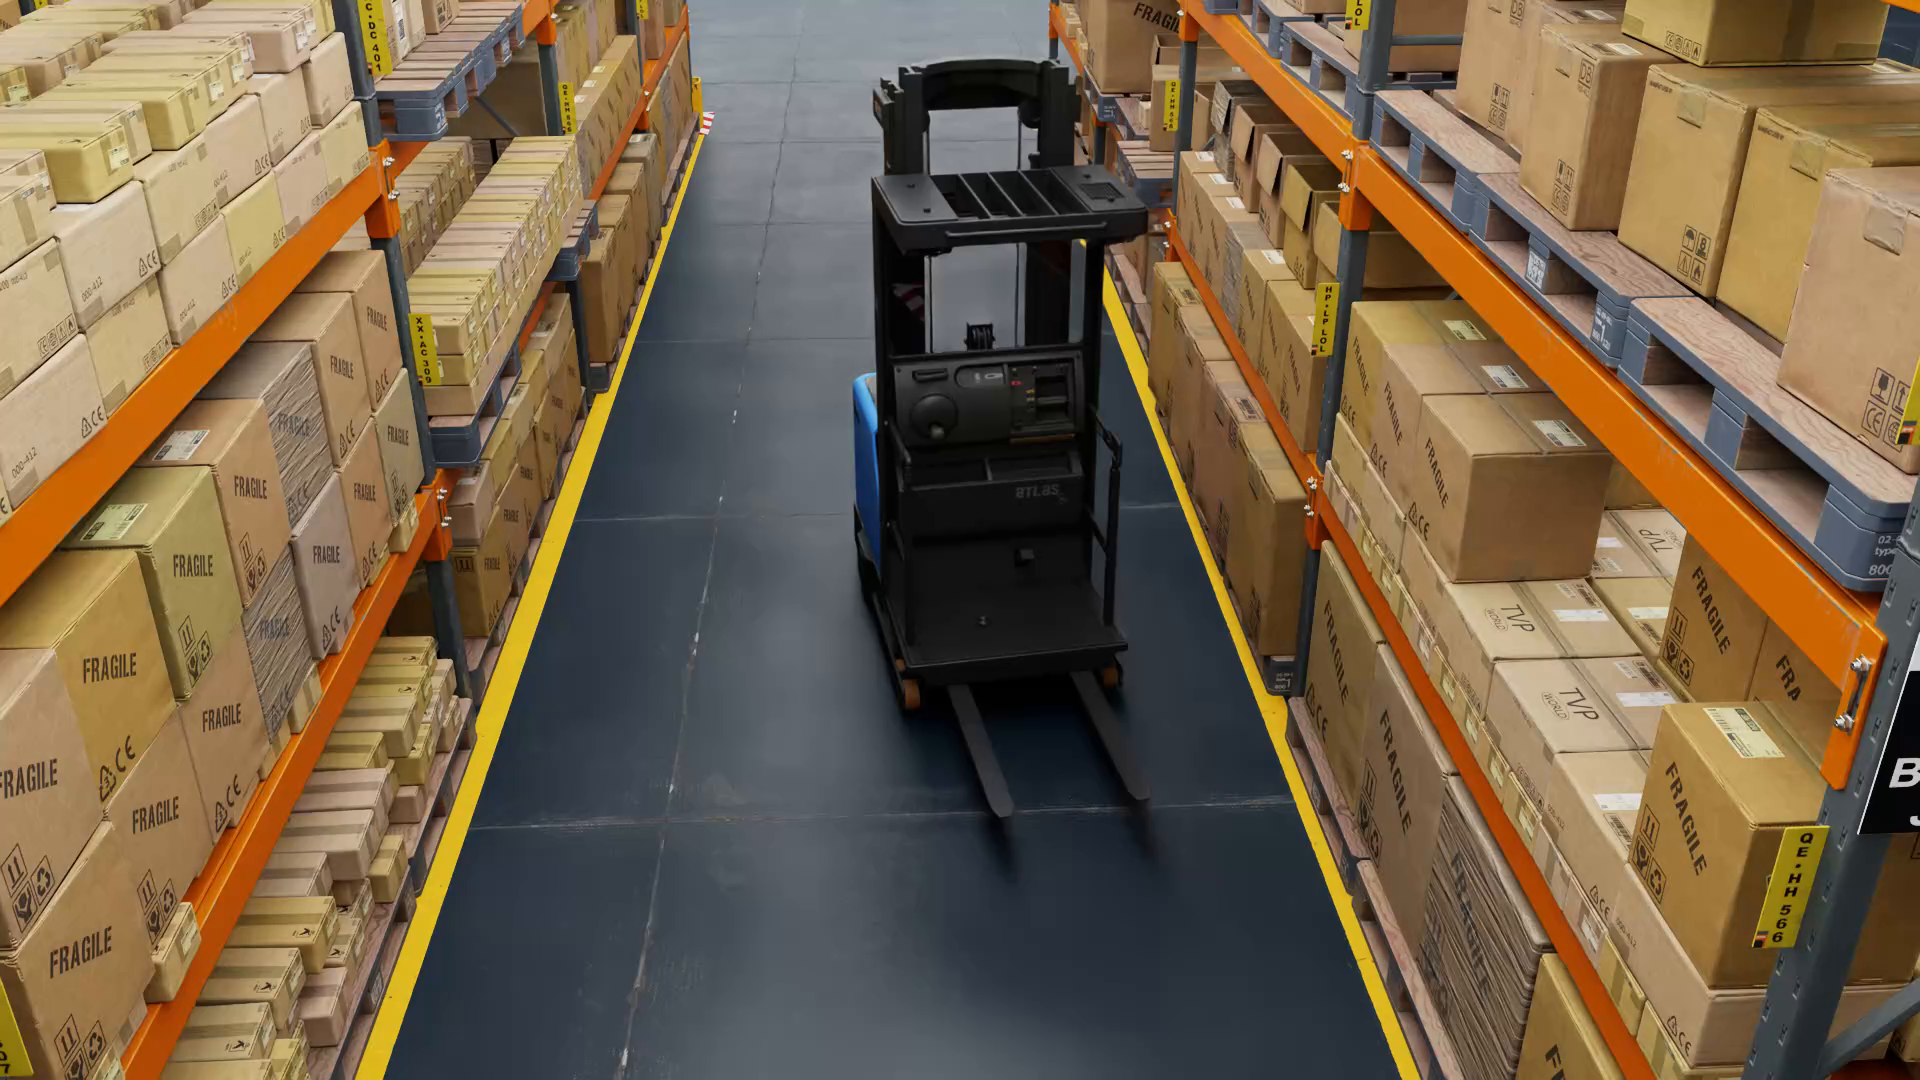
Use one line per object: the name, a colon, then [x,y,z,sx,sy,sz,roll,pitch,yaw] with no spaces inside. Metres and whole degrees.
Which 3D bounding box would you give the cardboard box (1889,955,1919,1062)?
cardboard box: [2.570,1.065,4.304,0.500,0.250,0.500,-2,28,-4]

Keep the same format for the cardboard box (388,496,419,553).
cardboard box: [-2.471,-0.061,6.896,0.380,0.149,0.250,-2,28,-4]

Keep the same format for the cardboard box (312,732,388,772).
cardboard box: [-2.554,0.910,6.746,0.380,0.149,0.250,-1,28,-1]

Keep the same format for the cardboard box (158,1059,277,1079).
cardboard box: [-2.341,1.752,5.133,0.380,0.149,0.250,-1,28,-3]

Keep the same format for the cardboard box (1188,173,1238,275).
cardboard box: [1.691,-1.911,10.062,0.500,0.500,0.500,-2,28,-4]

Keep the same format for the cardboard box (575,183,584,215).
cardboard box: [-2.566,-2.121,10.390,0.380,0.149,0.250,-1,28,-2]

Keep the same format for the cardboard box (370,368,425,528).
cardboard box: [-2.534,-0.375,6.796,0.500,0.500,0.500,-1,28,-3]

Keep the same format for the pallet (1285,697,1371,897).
pallet: [2.078,1.101,7.411,1.003,0.211,1.213,-1,28,-3]

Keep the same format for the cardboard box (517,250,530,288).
cardboard box: [-2.476,-1.421,8.726,0.380,0.149,0.250,-2,28,-4]

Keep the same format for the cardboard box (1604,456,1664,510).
cardboard box: [2.430,-0.449,6.397,0.500,0.500,0.500,-1,28,-2]

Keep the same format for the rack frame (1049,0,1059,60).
rack frame: [1.490,-6.030,18.068,1.000,3.000,0.127,-1,28,-3]

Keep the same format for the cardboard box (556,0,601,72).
cardboard box: [-3.173,-3.897,12.790,0.700,0.500,0.500,-1,28,-2]

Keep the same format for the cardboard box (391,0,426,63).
cardboard box: [-2.678,-2.303,7.321,0.500,0.311,0.500,-2,28,-3]

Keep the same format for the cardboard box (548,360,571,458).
cardboard box: [-2.732,-0.803,10.295,0.500,0.500,0.500,0,28,-1]

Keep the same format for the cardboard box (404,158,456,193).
cardboard box: [-3.195,-2.146,9.794,0.380,0.149,0.250,-2,28,-3]

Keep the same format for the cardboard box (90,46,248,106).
cardboard box: [-2.490,-1.458,5.249,0.380,0.149,0.250,-2,28,-5]

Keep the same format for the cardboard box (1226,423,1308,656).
cardboard box: [2.063,-0.028,8.403,1.225,0.875,0.875,-1,28,-2]

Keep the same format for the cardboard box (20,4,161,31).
cardboard box: [-3.088,-1.810,5.924,0.380,0.149,0.250,-3,28,-5]

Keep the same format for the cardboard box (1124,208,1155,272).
cardboard box: [1.745,-2.506,13.539,0.700,0.500,0.500,-4,28,-7]

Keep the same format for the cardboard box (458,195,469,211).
cardboard box: [-3.215,-2.002,10.162,0.380,0.149,0.250,0,28,0]

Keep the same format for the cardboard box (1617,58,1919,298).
cardboard box: [2.261,-0.985,4.481,0.700,0.500,0.500,-3,28,-6]

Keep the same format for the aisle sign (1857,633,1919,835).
aisle sign: [2.030,0.247,3.222,0.394,0.787,0.004,-1,28,-3]

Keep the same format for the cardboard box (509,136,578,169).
cardboard box: [-2.567,-2.386,10.255,0.380,0.149,0.250,-2,28,-5]

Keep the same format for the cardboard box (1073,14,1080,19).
cardboard box: [1.339,-5.204,16.756,0.380,0.149,0.250,-1,28,-3]

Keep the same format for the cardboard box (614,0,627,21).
cardboard box: [-3.244,-4.826,14.430,0.875,0.550,0.550,-1,28,-3]

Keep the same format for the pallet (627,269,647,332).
pallet: [-3.077,-1.954,13.268,1.003,0.211,1.213,-1,28,-3]

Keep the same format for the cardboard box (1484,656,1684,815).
cardboard box: [1.983,0.607,5.183,0.500,0.250,0.500,-2,28,-4]

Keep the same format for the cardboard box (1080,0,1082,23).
cardboard box: [1.635,-5.261,16.163,0.875,0.500,0.500,-1,28,-3]

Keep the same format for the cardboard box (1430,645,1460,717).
cardboard box: [1.883,0.487,5.843,0.380,0.149,0.250,-2,28,-4]

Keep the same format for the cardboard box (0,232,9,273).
cardboard box: [-2.359,-0.630,3.662,0.380,0.149,0.250,-1,28,-3]

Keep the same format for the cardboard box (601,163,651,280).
cardboard box: [-3.091,-2.568,13.409,1.050,0.750,0.750,-1,28,-3]

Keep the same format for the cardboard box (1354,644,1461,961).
cardboard box: [2.118,0.990,6.452,0.875,0.875,0.875,-1,28,-3]

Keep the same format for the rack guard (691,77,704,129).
rack guard: [-3.470,-4.860,18.527,1.175,0.500,0.348,-1,28,-3]

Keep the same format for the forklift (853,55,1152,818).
forklift: [0.190,-0.647,7.821,1.130,2.935,3.031,-5,28,-10]

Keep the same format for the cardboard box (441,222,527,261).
cardboard box: [-2.472,-1.544,8.641,0.380,0.149,0.250,0,28,-1]

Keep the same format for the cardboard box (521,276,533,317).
cardboard box: [-2.477,-1.286,8.790,0.380,0.149,0.250,-2,28,-4]

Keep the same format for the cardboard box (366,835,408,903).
cardboard box: [-2.427,1.313,6.617,0.380,0.149,0.250,-1,28,-3]

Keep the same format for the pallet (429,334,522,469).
pallet: [-2.736,-0.687,8.030,1.003,0.211,1.213,-1,28,-3]

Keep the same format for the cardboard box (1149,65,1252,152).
cardboard box: [1.711,-3.070,11.830,0.700,0.500,0.500,3,28,5]

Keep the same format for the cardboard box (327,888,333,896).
cardboard box: [-2.536,1.400,6.128,0.380,0.149,0.250,0,28,0]

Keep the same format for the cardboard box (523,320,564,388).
cardboard box: [-2.716,-1.130,10.112,0.500,0.250,0.500,-1,28,-2]

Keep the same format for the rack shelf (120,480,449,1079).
rack shelf: [-2.737,0.827,5.698,1.077,0.370,4.000,-1,28,-3]

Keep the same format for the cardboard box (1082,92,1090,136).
cardboard box: [1.571,-4.544,17.468,0.500,0.500,0.500,6,28,11]

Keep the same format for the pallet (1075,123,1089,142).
pallet: [1.501,-4.383,17.925,1.003,0.211,1.213,-1,28,-3]

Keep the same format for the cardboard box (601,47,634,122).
cardboard box: [-2.939,-3.686,13.466,0.500,0.500,0.500,-2,28,-3]

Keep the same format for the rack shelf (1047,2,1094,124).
rack shelf: [1.595,-4.788,16.464,1.077,0.370,4.000,-1,28,-3]

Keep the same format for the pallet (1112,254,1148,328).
pallet: [1.808,-2.022,13.399,1.003,0.211,1.213,-1,28,-3]

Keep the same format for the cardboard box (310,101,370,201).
cardboard box: [-2.546,-1.459,6.222,0.500,0.250,0.500,-1,28,-1]

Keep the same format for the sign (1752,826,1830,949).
sign: [1.783,0.747,3.566,0.100,0.325,0.005,-1,28,-3]

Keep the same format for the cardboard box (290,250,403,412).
cardboard box: [-2.547,-0.824,6.576,0.500,0.500,0.500,-2,28,-4]

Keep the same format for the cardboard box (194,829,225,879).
cardboard box: [-2.478,0.901,5.050,0.380,0.149,0.250,-2,28,-3]

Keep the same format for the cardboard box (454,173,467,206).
cardboard box: [-3.210,-2.116,10.059,0.380,0.149,0.250,0,28,0]

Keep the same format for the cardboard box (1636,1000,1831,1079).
cardboard box: [1.978,1.314,4.259,0.380,0.149,0.250,-1,28,-2]

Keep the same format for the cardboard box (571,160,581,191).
cardboard box: [-2.570,-2.252,10.320,0.380,0.149,0.250,-1,28,-2]

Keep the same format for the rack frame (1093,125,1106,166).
rack frame: [1.699,-4.183,14.526,1.000,3.000,0.127,-1,28,-3]
